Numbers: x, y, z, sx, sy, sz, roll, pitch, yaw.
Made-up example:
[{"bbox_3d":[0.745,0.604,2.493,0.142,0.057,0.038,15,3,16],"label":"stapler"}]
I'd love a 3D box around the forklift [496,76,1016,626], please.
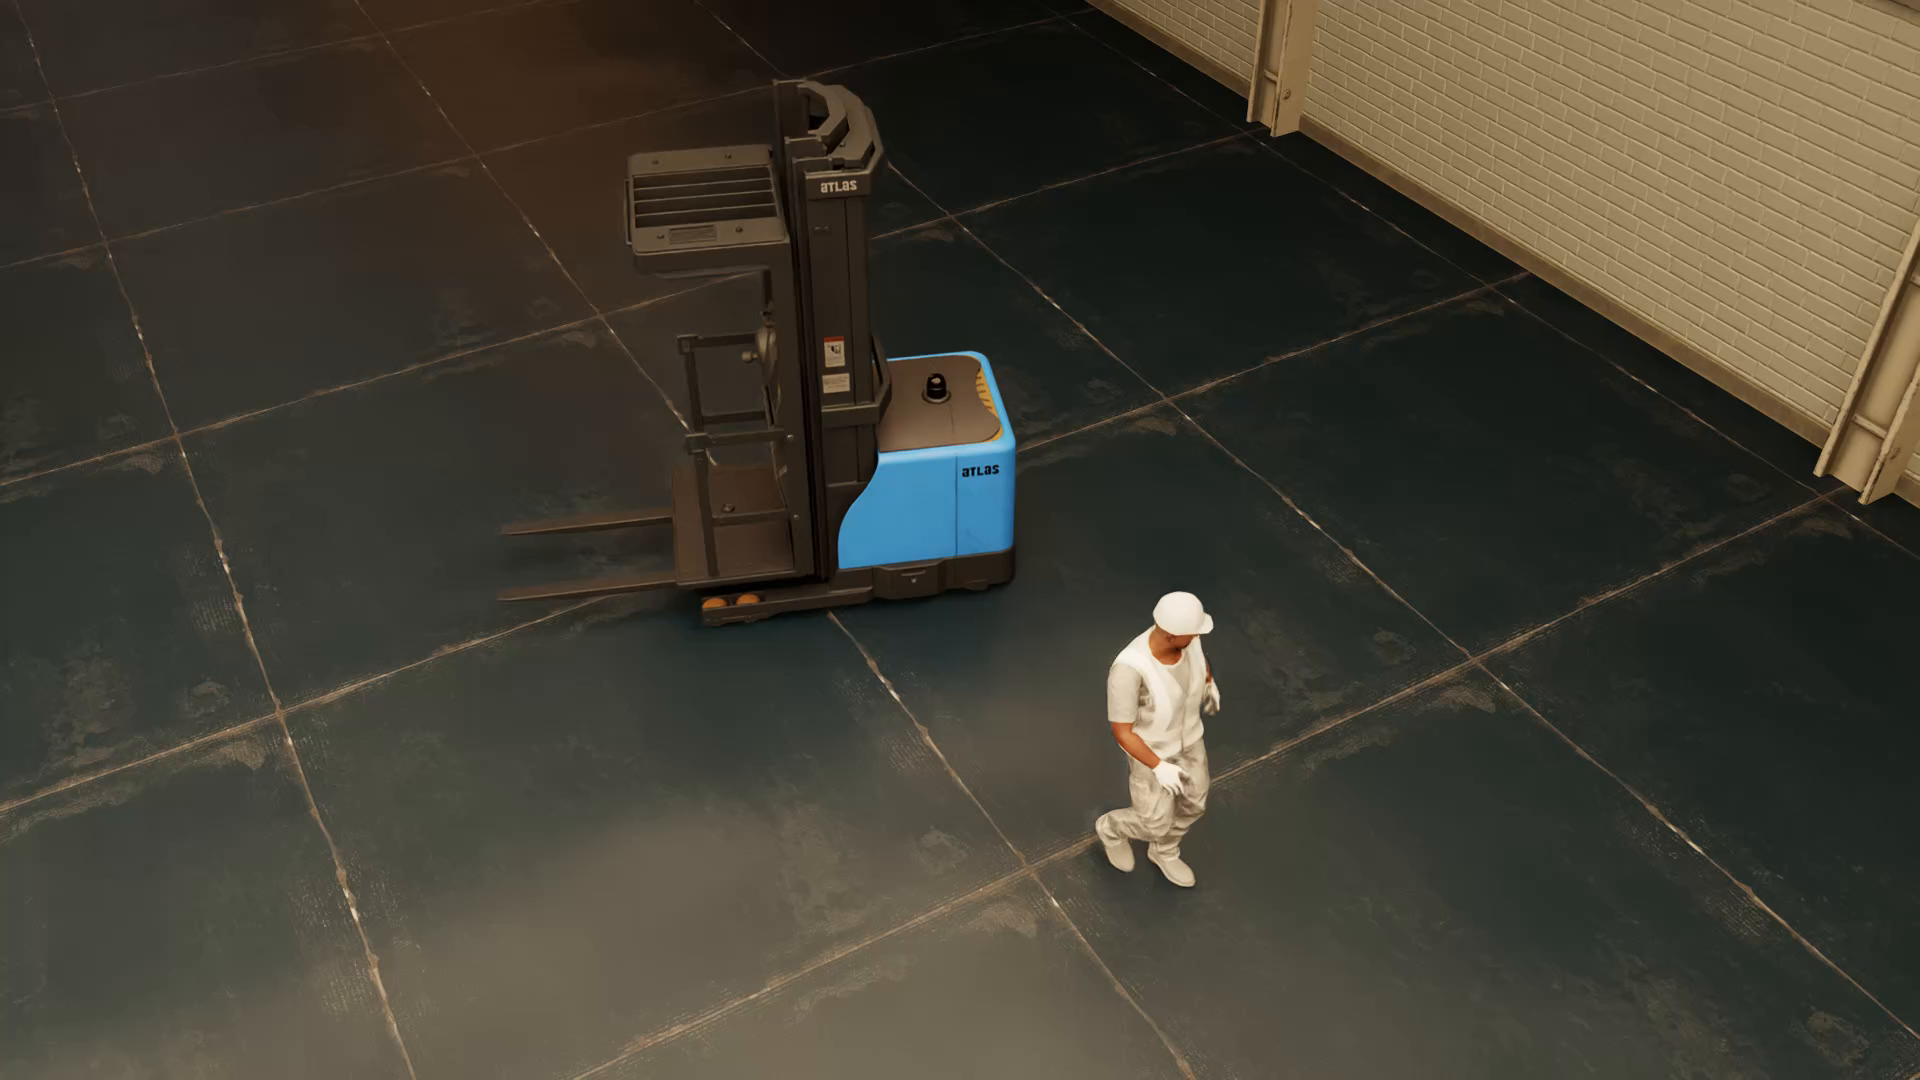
[{"bbox_3d":[-1.235,-0.990,9.230,3.031,2.935,1.130,-6,40,-8],"label":"forklift"}]

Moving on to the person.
[{"bbox_3d":[1.010,0.936,7.844,0.775,1.738,0.530,-25,46,-27],"label":"person"}]
